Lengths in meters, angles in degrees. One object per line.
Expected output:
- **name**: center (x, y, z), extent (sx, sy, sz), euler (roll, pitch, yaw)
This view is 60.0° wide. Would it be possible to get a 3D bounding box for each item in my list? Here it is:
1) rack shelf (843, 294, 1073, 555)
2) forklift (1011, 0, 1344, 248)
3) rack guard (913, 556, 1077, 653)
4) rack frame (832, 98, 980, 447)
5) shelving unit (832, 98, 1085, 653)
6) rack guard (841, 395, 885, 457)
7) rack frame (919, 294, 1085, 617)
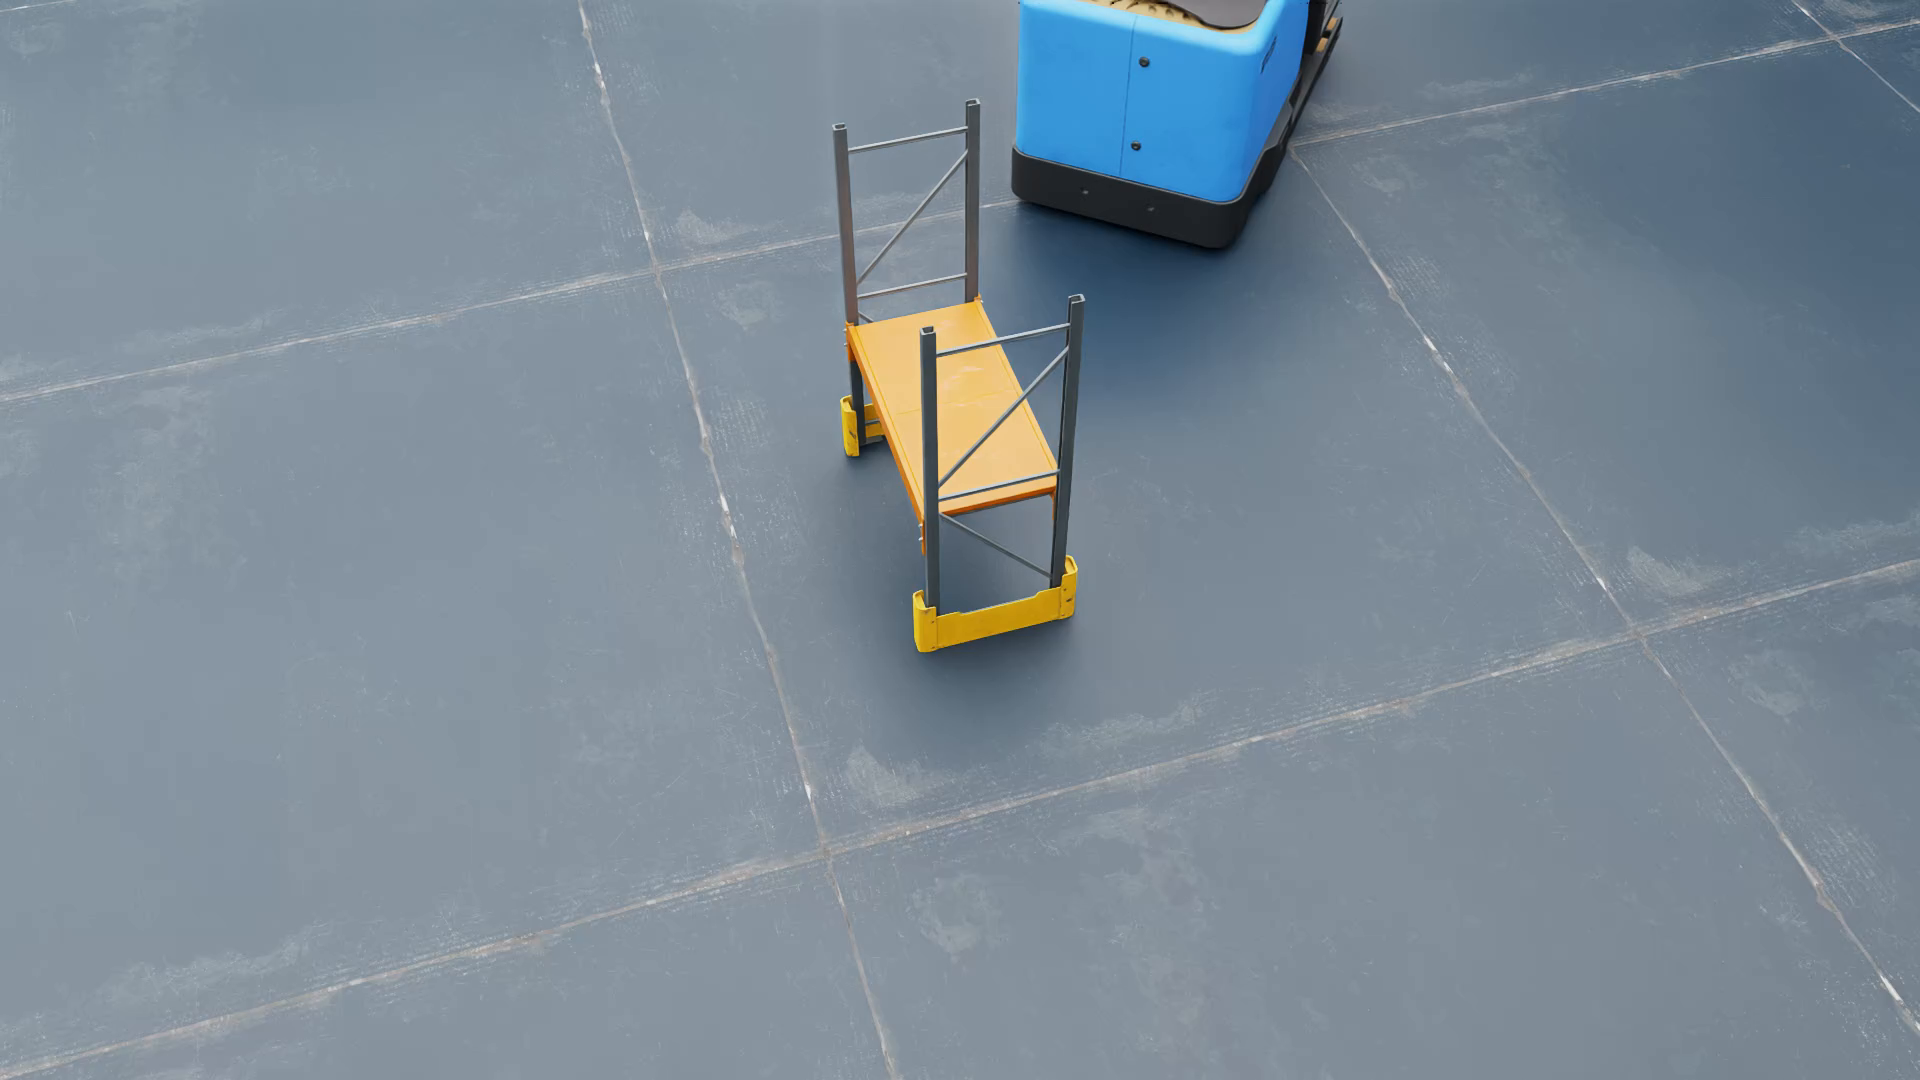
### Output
- **rack shelf**: center (-0.025, -0.430, 5.867), extent (0.538, 0.185, 1.000), euler (-13, 51, -11)
- **forklift**: center (1.258, -3.364, 7.169), extent (1.130, 2.935, 3.031), euler (17, 52, 14)
- **rack guard**: center (0.125, 0.227, 5.895), extent (0.587, 0.250, 0.087), euler (-13, 51, -11)
- **rack frame**: center (-0.176, -0.917, 6.042), extent (0.500, 1.500, 0.032), euler (-13, 51, -11)
- **shelving unit**: center (-0.023, -0.539, 5.724), extent (0.587, 1.500, 1.083), euler (-13, 51, -11)
- **rack guard**: center (-0.170, -0.500, 6.508), extent (0.587, 0.250, 0.087), euler (-13, 51, -11)
- **rack frame**: center (0.125, -0.174, 5.416), extent (0.500, 1.500, 0.032), euler (-13, 51, -11)
